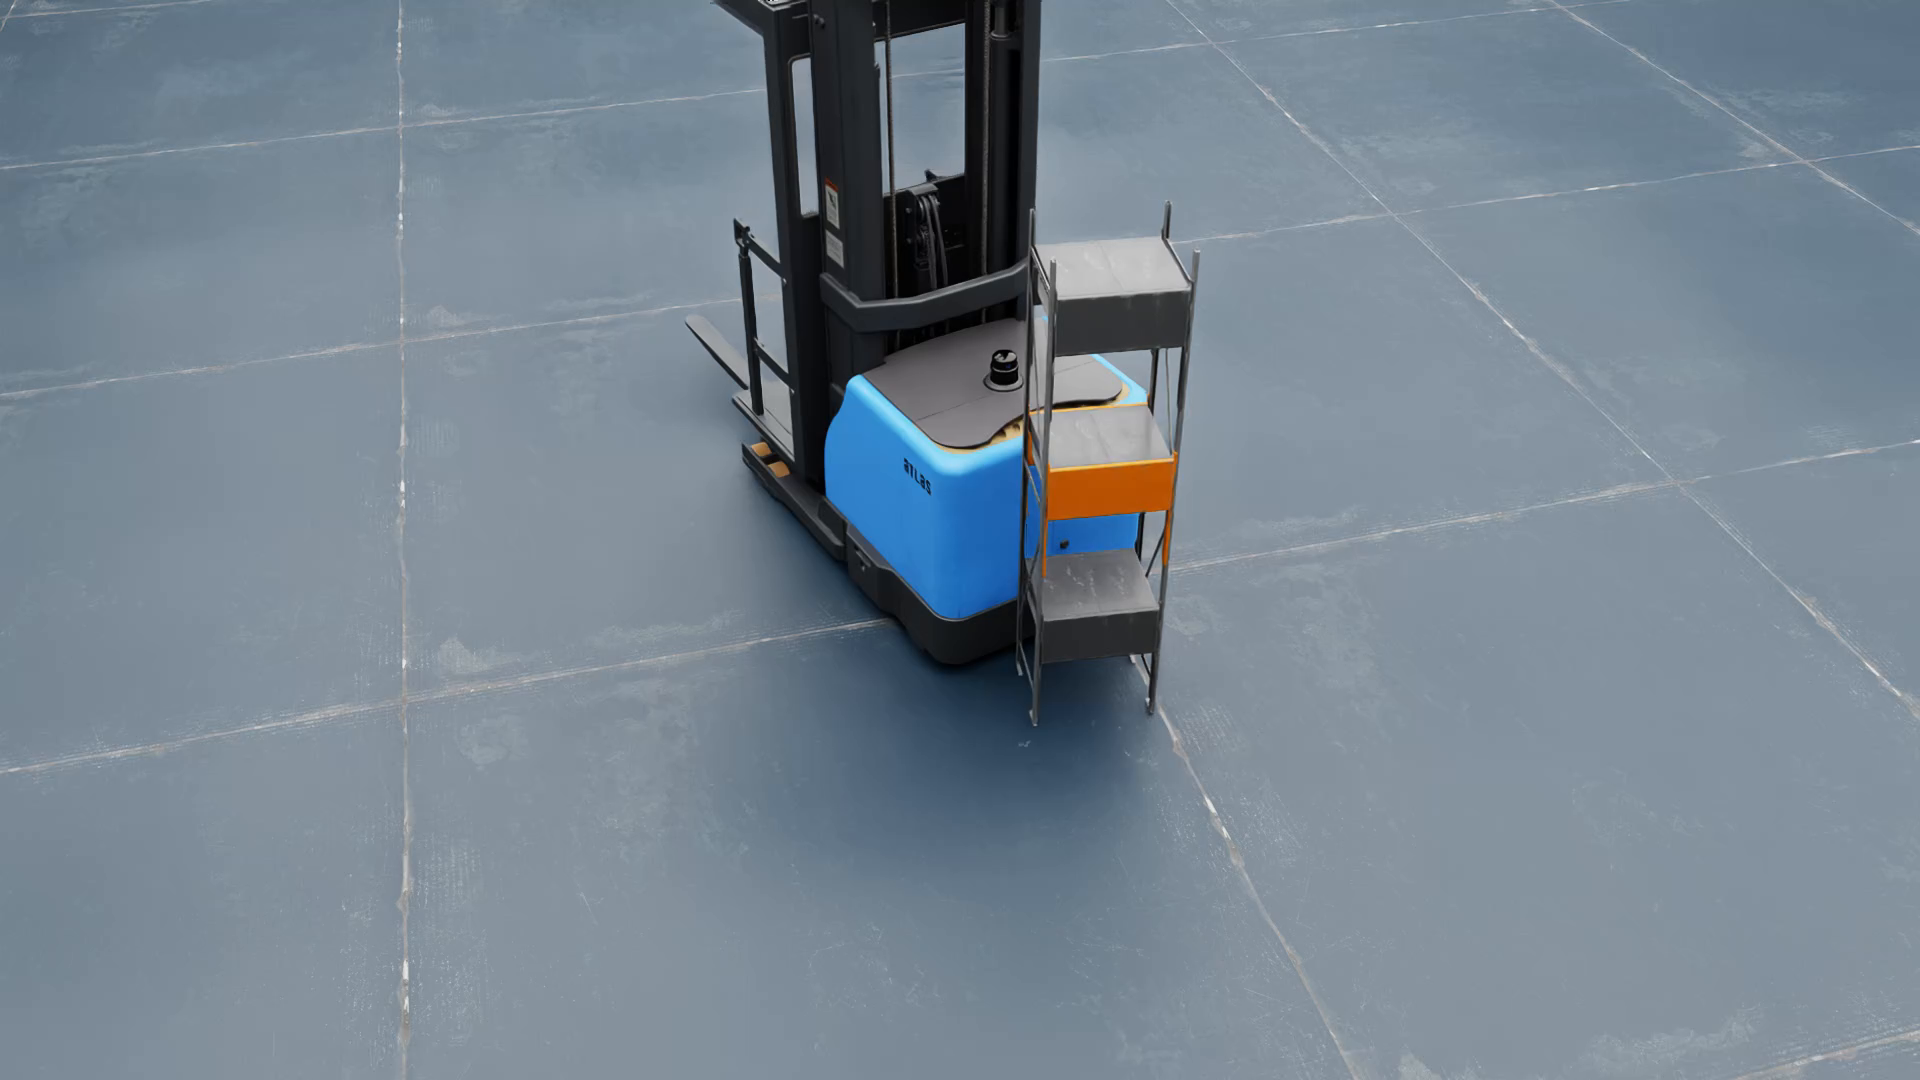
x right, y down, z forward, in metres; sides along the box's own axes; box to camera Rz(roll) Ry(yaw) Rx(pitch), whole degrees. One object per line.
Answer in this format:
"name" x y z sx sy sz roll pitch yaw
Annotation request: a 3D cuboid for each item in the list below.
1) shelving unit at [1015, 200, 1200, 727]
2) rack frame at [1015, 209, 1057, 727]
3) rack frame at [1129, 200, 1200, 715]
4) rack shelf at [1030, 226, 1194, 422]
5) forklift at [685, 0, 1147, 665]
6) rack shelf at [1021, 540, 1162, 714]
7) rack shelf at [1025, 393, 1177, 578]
"shelving unit" 0.518 -0.220 6.305 0.503 2.100 0.431 -5 37 -7
"rack frame" 0.277 -0.197 6.274 0.015 2.100 0.400 -5 37 -7
"rack frame" 0.759 -0.242 6.337 0.015 2.100 0.400 -5 37 -7
"rack shelf" 0.521 -0.768 5.892 0.480 0.518 0.431 -5 37 -7
"forklift" -0.406 -1.511 7.313 1.130 2.935 3.031 -21 42 -25
"rack shelf" 0.516 0.350 6.735 0.480 0.518 0.431 -5 37 -7
"rack shelf" 0.518 -0.209 6.314 0.480 0.518 0.431 -5 37 -7
